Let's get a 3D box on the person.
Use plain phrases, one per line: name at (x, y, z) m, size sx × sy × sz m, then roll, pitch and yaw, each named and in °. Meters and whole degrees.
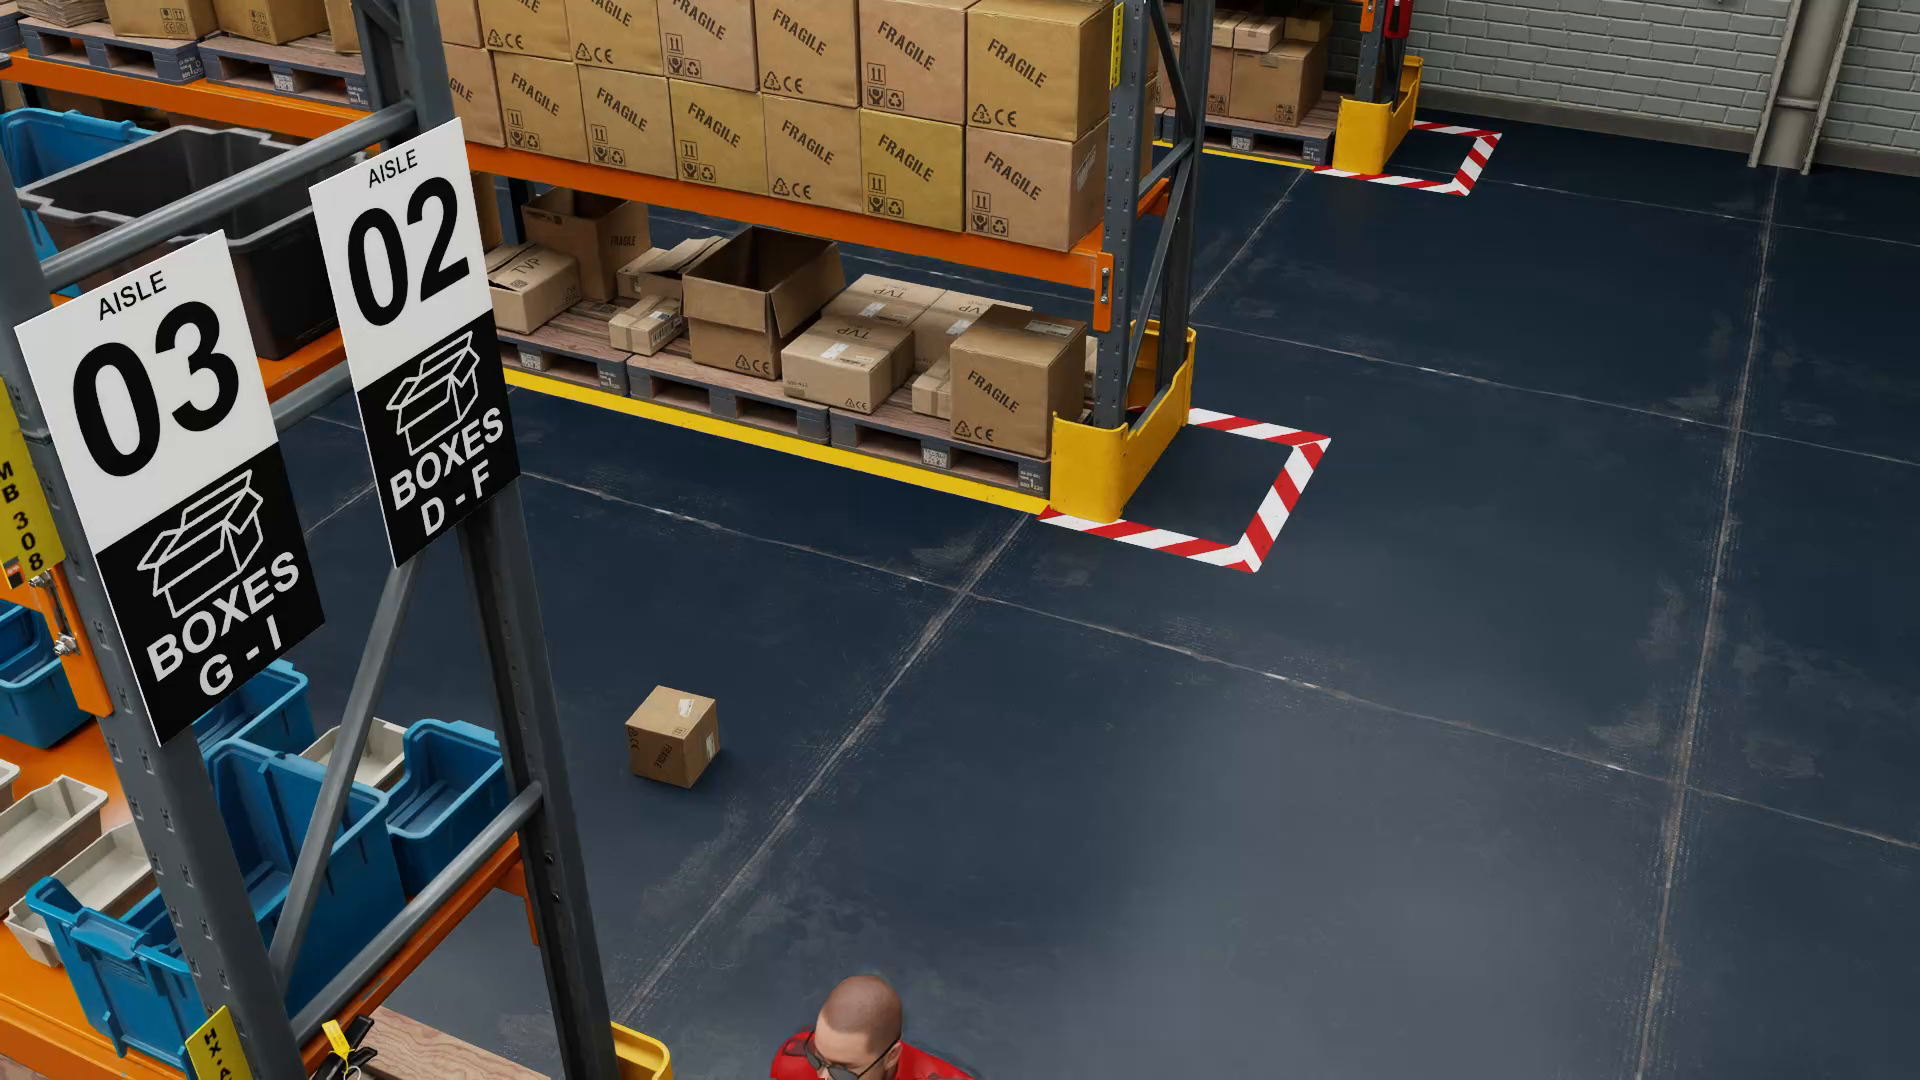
person at (-0.130, 1.565, 3.742) m, size 0.586 × 1.720 × 0.595 m, roll 13°, pitch 36°, yaw 19°
